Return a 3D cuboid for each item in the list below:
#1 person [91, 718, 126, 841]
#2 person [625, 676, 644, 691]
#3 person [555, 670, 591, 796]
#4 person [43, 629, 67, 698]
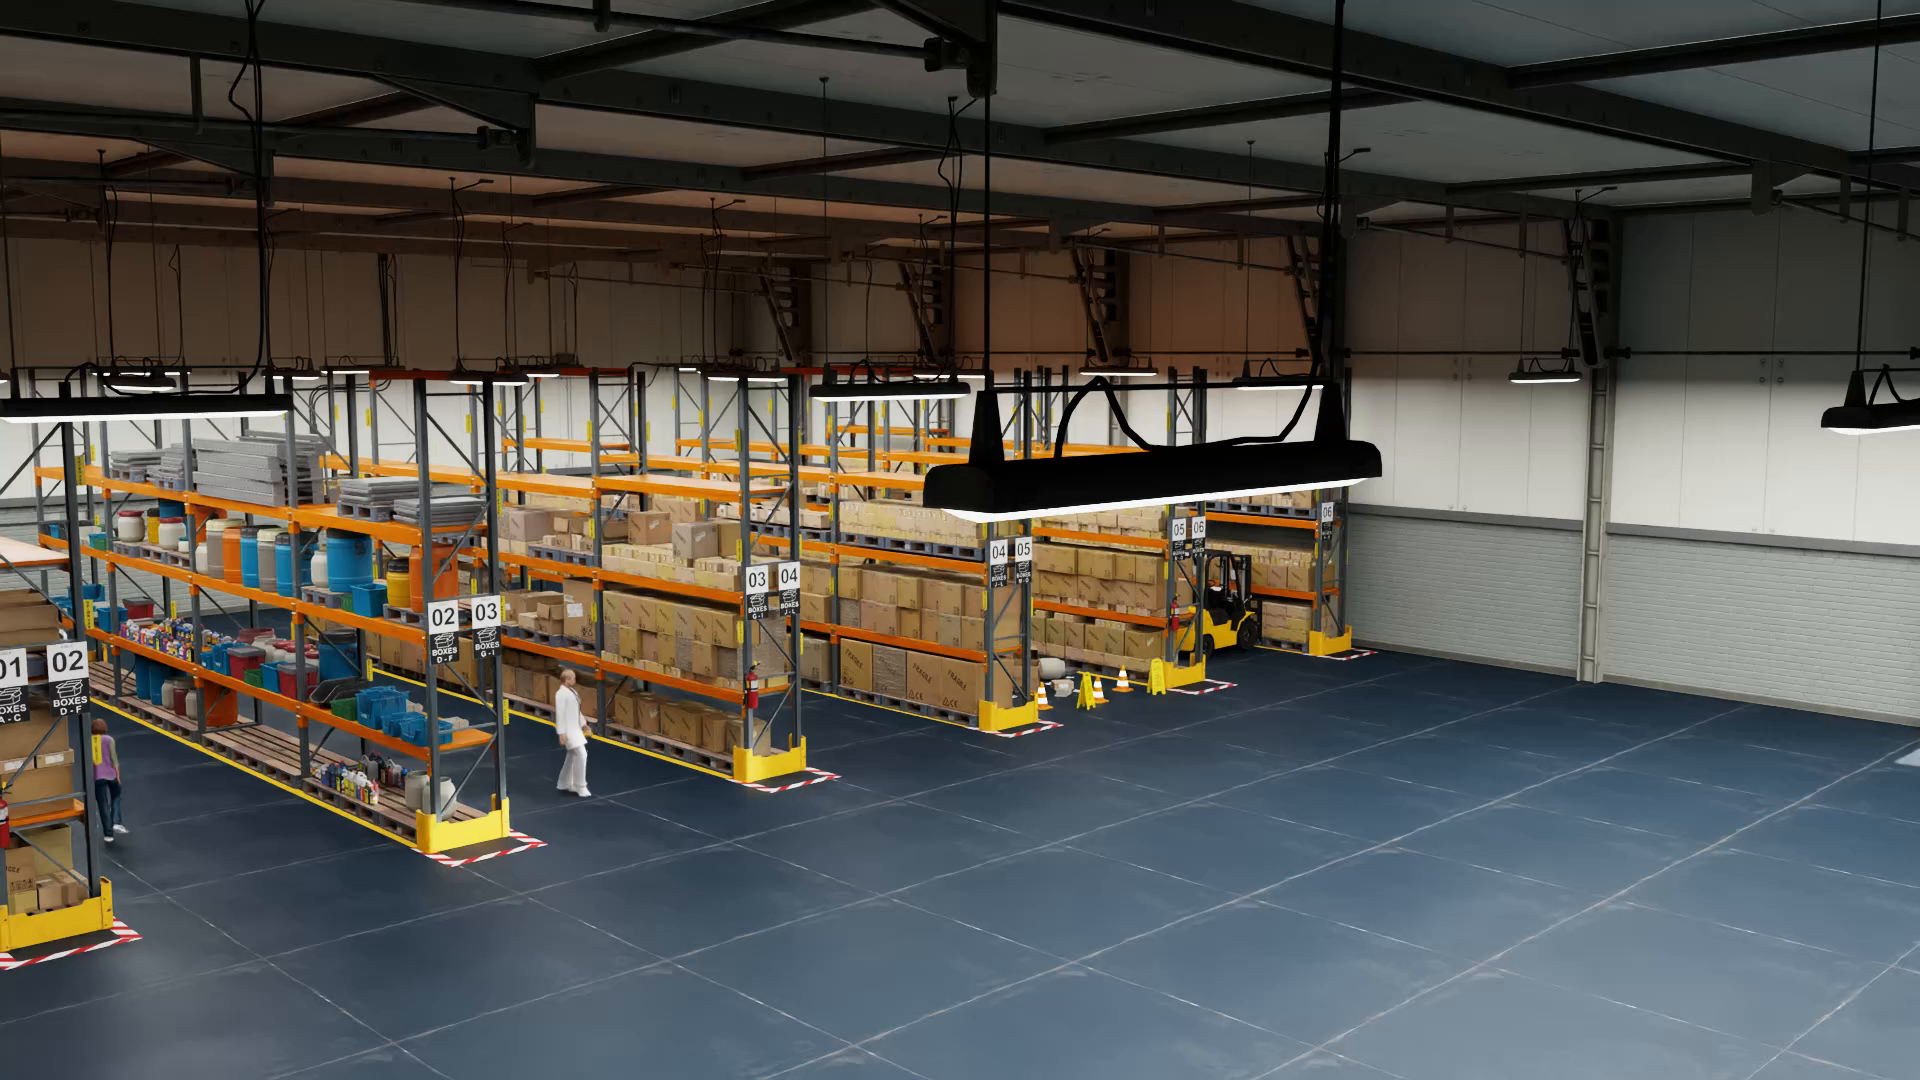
[{"bbox_3d":[-11.091,3.102,21.553,0.446,1.578,0.469,-4,8,-32],"label":"person"},{"bbox_3d":[-5.998,2.043,30.818,0.762,1.663,0.469,2,7,21],"label":"person"},{"bbox_3d":[-5.551,2.786,23.895,0.567,1.853,0.616,0,6,-1],"label":"person"},{"bbox_3d":[-16.083,2.171,29.481,0.530,1.666,1.122,-4,8,-31],"label":"person"}]
